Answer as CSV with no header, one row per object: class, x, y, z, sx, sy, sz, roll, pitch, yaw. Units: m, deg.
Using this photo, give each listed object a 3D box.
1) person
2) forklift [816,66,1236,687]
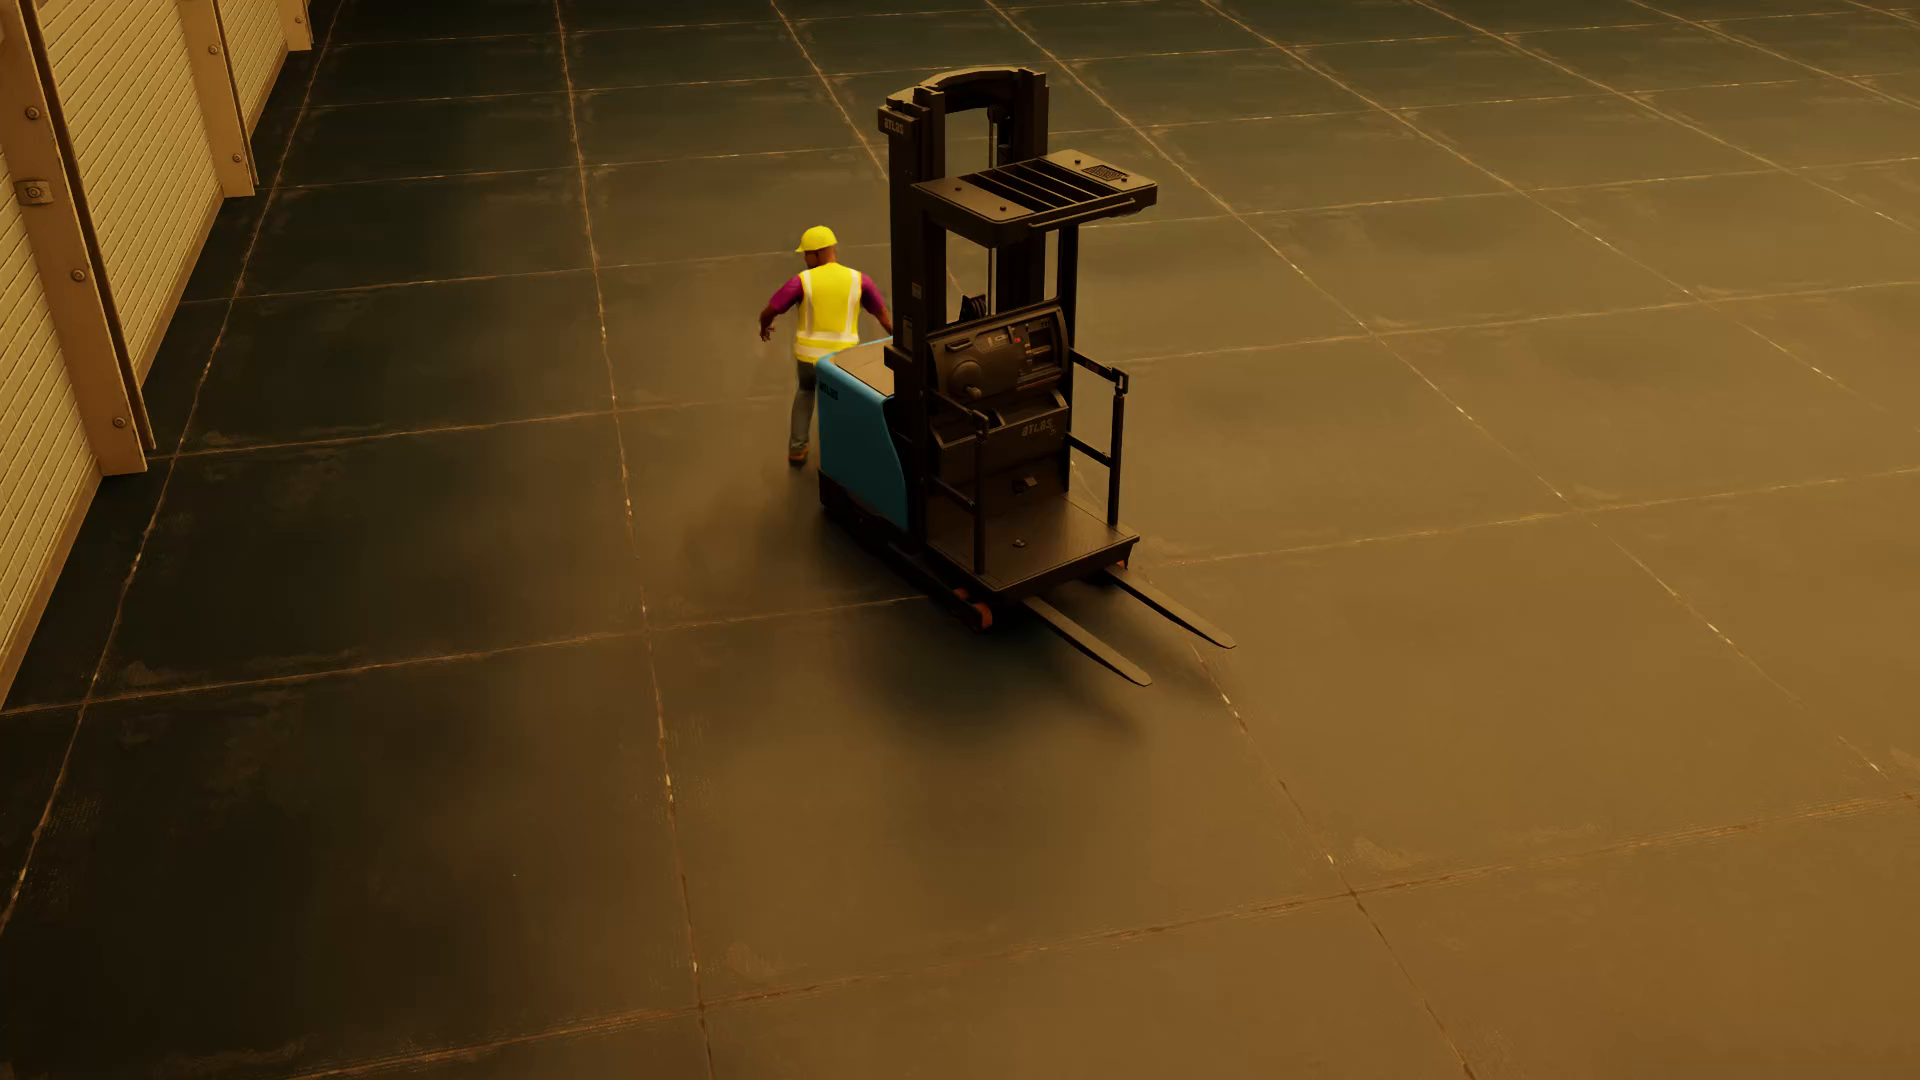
person,-0.824,-1.270,11.179,1.042,1.641,0.507,-1,30,-3
forklift,0.355,-1.021,9.338,1.130,2.935,3.031,-20,35,-30
